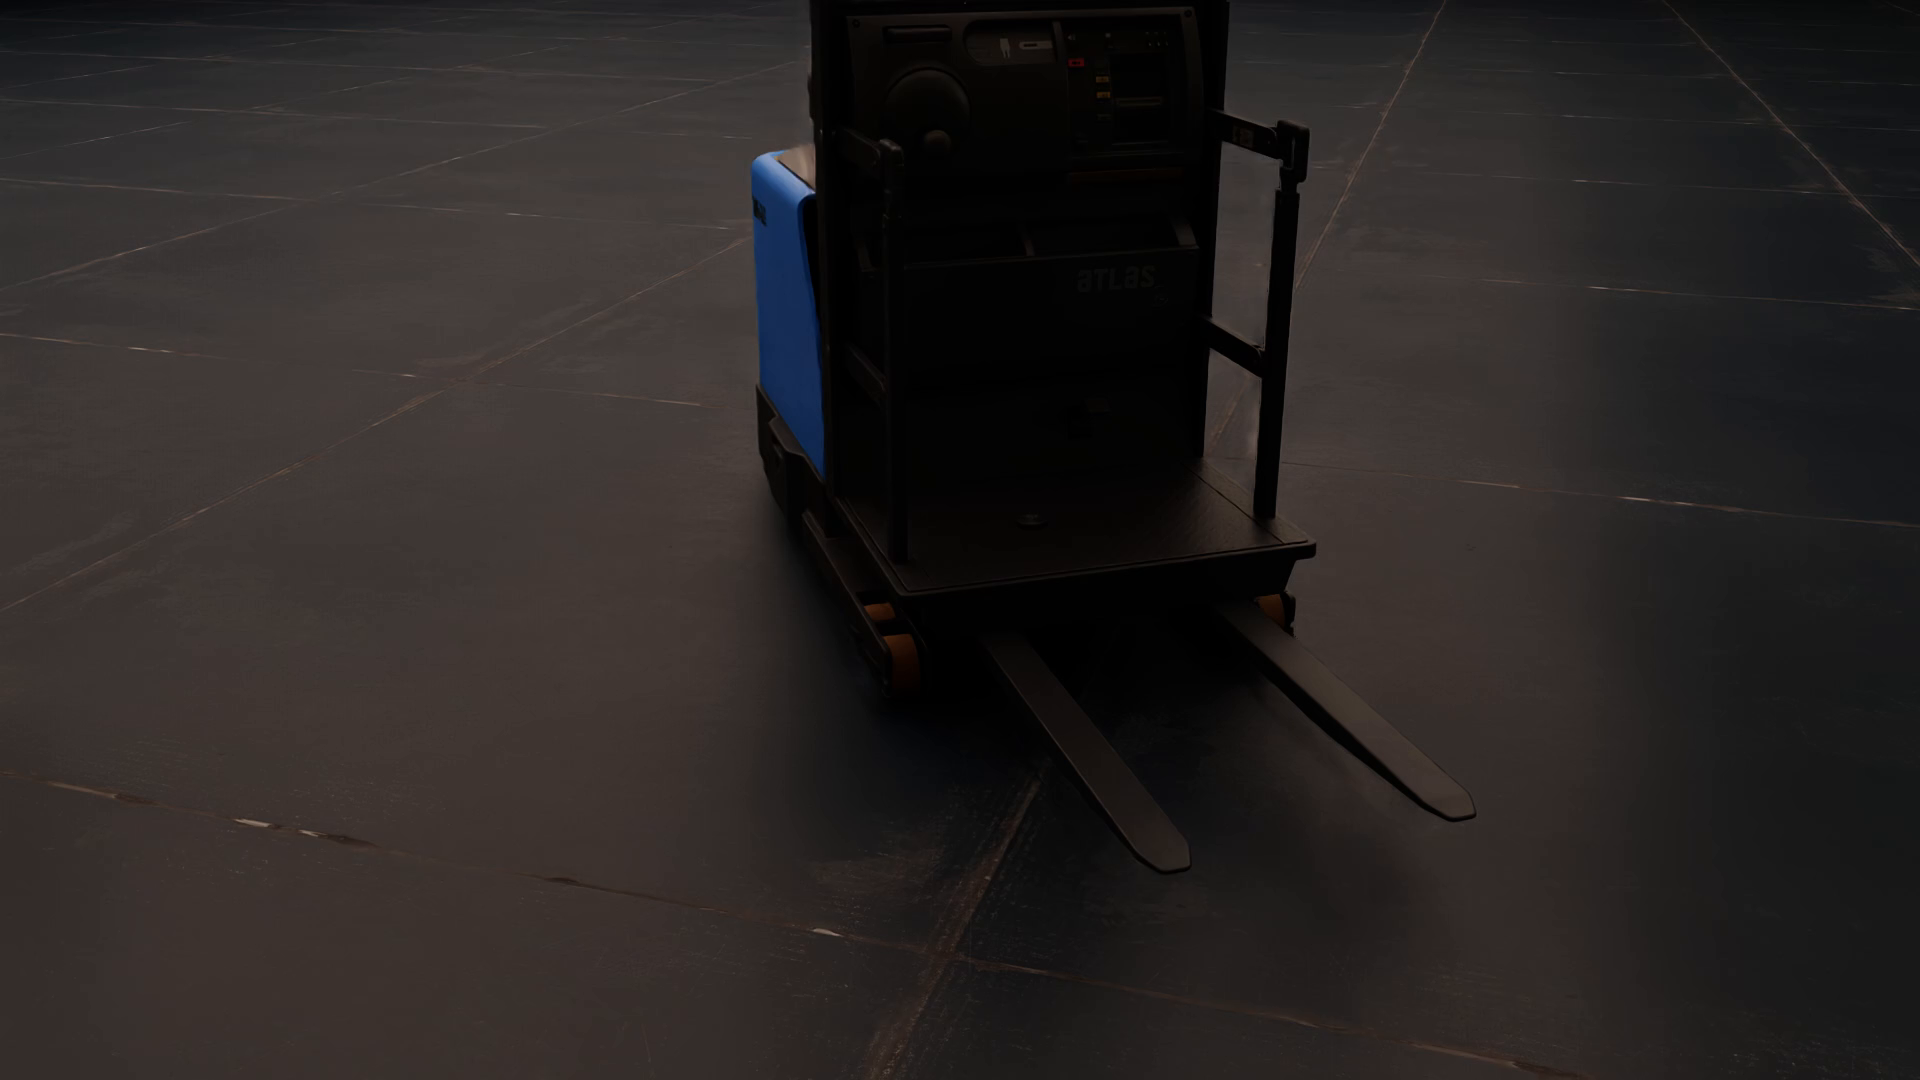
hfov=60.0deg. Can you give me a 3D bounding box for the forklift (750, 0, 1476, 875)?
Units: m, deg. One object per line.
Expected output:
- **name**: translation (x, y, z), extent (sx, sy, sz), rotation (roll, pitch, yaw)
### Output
- **forklift**: translation (0.240, -1.127, 4.009), extent (1.130, 2.935, 3.031), rotation (-7, 23, -16)
